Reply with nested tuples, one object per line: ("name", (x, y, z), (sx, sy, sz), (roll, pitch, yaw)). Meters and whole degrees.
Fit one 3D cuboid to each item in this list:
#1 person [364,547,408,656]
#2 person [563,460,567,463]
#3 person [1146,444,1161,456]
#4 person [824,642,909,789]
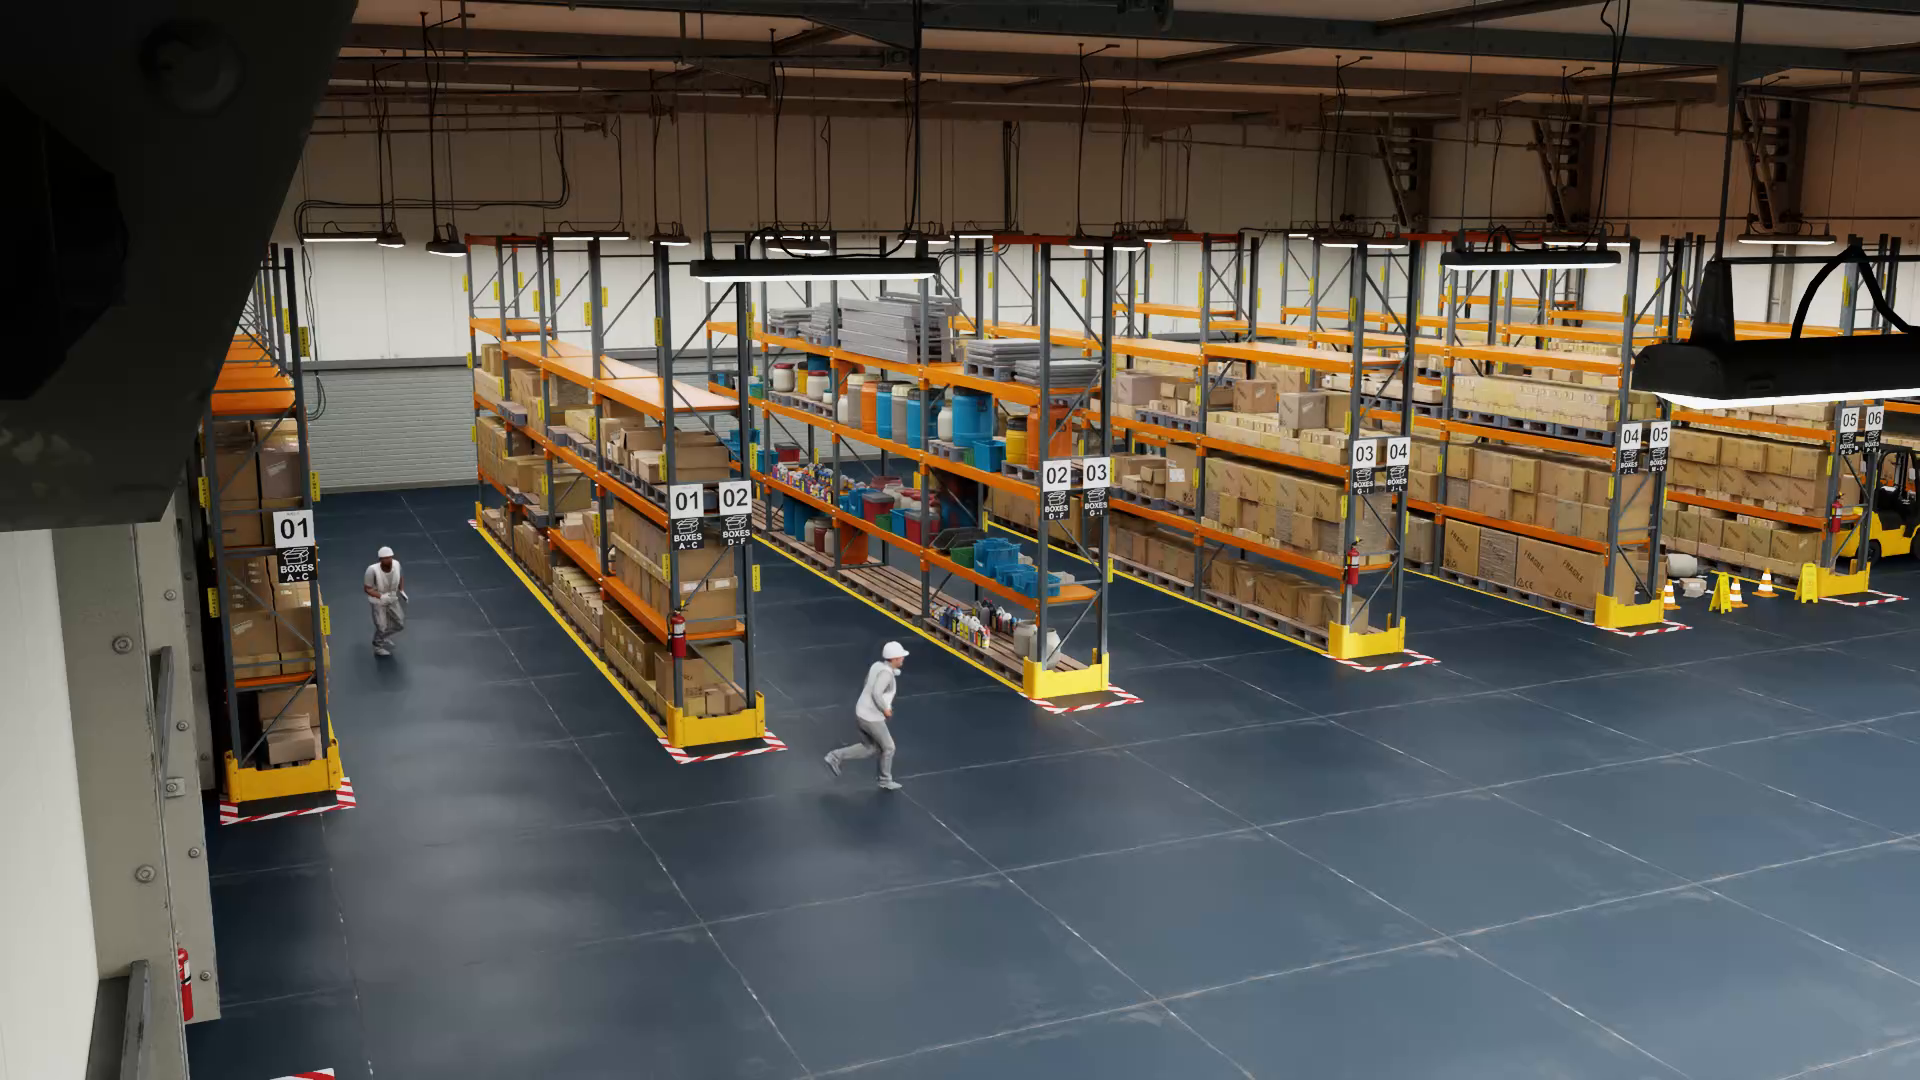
("person", (-8.366, 0.889, 24.195), (0.783, 1.666, 0.687), (9, 14, 39))
("person", (-8.645, -1.417, 35.955), (0.930, 1.675, 0.722), (0, 11, 2))
("person", (5.055, -2.969, 43.864), (0.619, 1.790, 0.867), (7, 13, 32))
("person", (-1.042, 1.991, 18.506), (0.963, 1.728, 0.665), (-1, 11, -5))
